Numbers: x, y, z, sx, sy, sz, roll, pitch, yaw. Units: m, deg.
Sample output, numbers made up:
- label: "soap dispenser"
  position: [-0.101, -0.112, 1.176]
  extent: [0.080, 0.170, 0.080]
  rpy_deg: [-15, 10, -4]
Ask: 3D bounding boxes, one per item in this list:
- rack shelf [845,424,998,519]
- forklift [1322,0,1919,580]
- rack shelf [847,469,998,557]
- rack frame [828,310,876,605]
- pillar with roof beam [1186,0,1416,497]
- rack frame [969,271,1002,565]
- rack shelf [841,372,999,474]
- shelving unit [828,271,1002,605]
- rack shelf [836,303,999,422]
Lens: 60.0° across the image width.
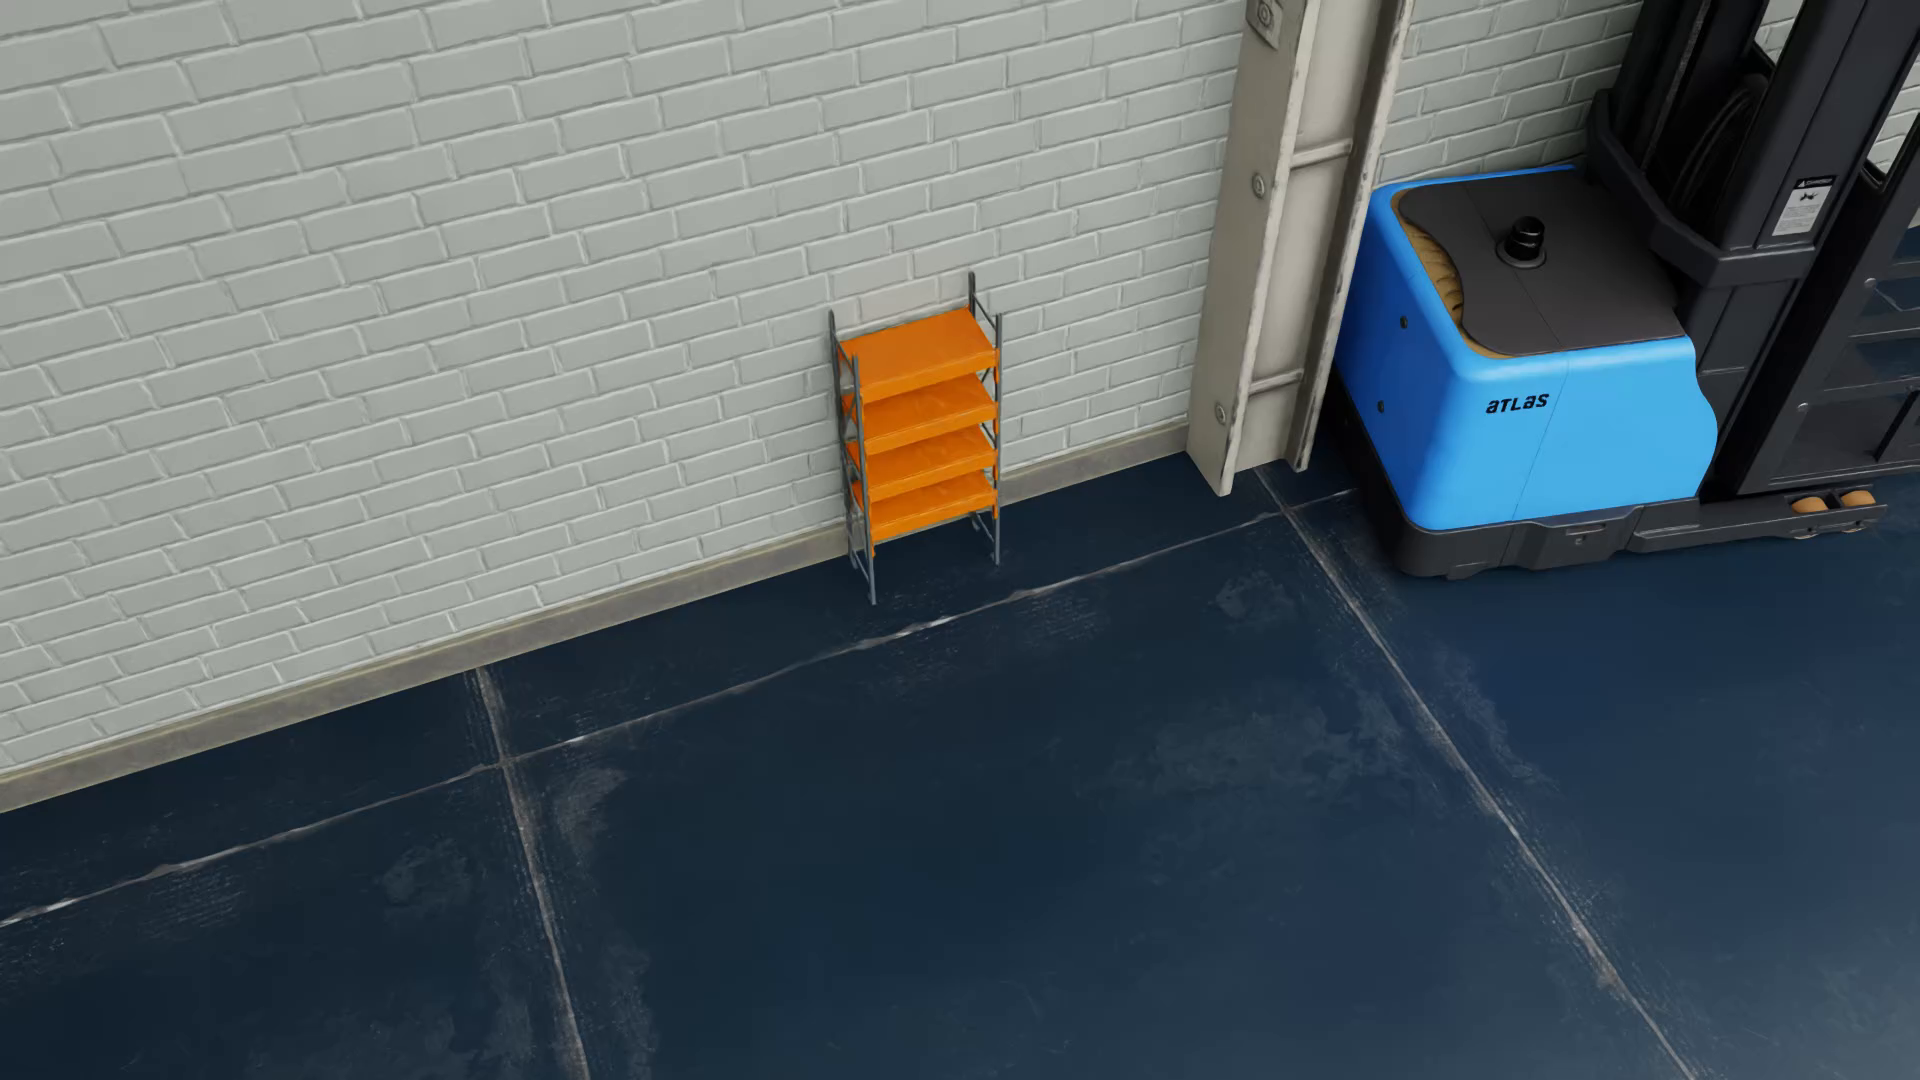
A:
- label: "rack shelf"
  position: [-0.137, -0.275, 5.779]
  extent: [0.480, 0.148, 0.258]
  rpy_deg: [-18, 50, -15]
- label: "forklift"
  position: [2.996, -1.349, 5.477]
  extent: [3.031, 2.935, 1.130]
  rpy_deg: [-7, 50, -6]
- label: "rack shelf"
  position: [-0.135, -0.142, 5.927]
  extent: [0.480, 0.148, 0.258]
  rpy_deg: [-18, 50, -15]
- label: "rack frame"
  position: [-0.363, -0.248, 5.668]
  extent: [0.015, 1.200, 0.240]
  rpy_deg: [-18, 50, -15]
- label: "pillar with roof beam"
  position: [2.747, -0.238, 0.523]
  extent: [0.400, 9.000, 9.100]
  rpy_deg: [-17, 52, -14]
- label: "rack frame"
  position: [0.087, -0.391, 5.791]
  extent: [0.015, 1.200, 0.240]
  rpy_deg: [-18, 50, -15]
- label: "rack shelf"
  position: [-0.139, -0.424, 5.613]
  extent: [0.480, 0.148, 0.258]
  rpy_deg: [-18, 50, -15]
- label: "shelving unit"
  position: [-0.138, -0.320, 5.729]
  extent: [0.503, 1.200, 0.258]
  rpy_deg: [-18, 50, -15]
- label: "rack shelf"
  position: [-0.141, -0.582, 5.437]
  extent: [0.480, 0.148, 0.258]
  rpy_deg: [-18, 50, -15]
